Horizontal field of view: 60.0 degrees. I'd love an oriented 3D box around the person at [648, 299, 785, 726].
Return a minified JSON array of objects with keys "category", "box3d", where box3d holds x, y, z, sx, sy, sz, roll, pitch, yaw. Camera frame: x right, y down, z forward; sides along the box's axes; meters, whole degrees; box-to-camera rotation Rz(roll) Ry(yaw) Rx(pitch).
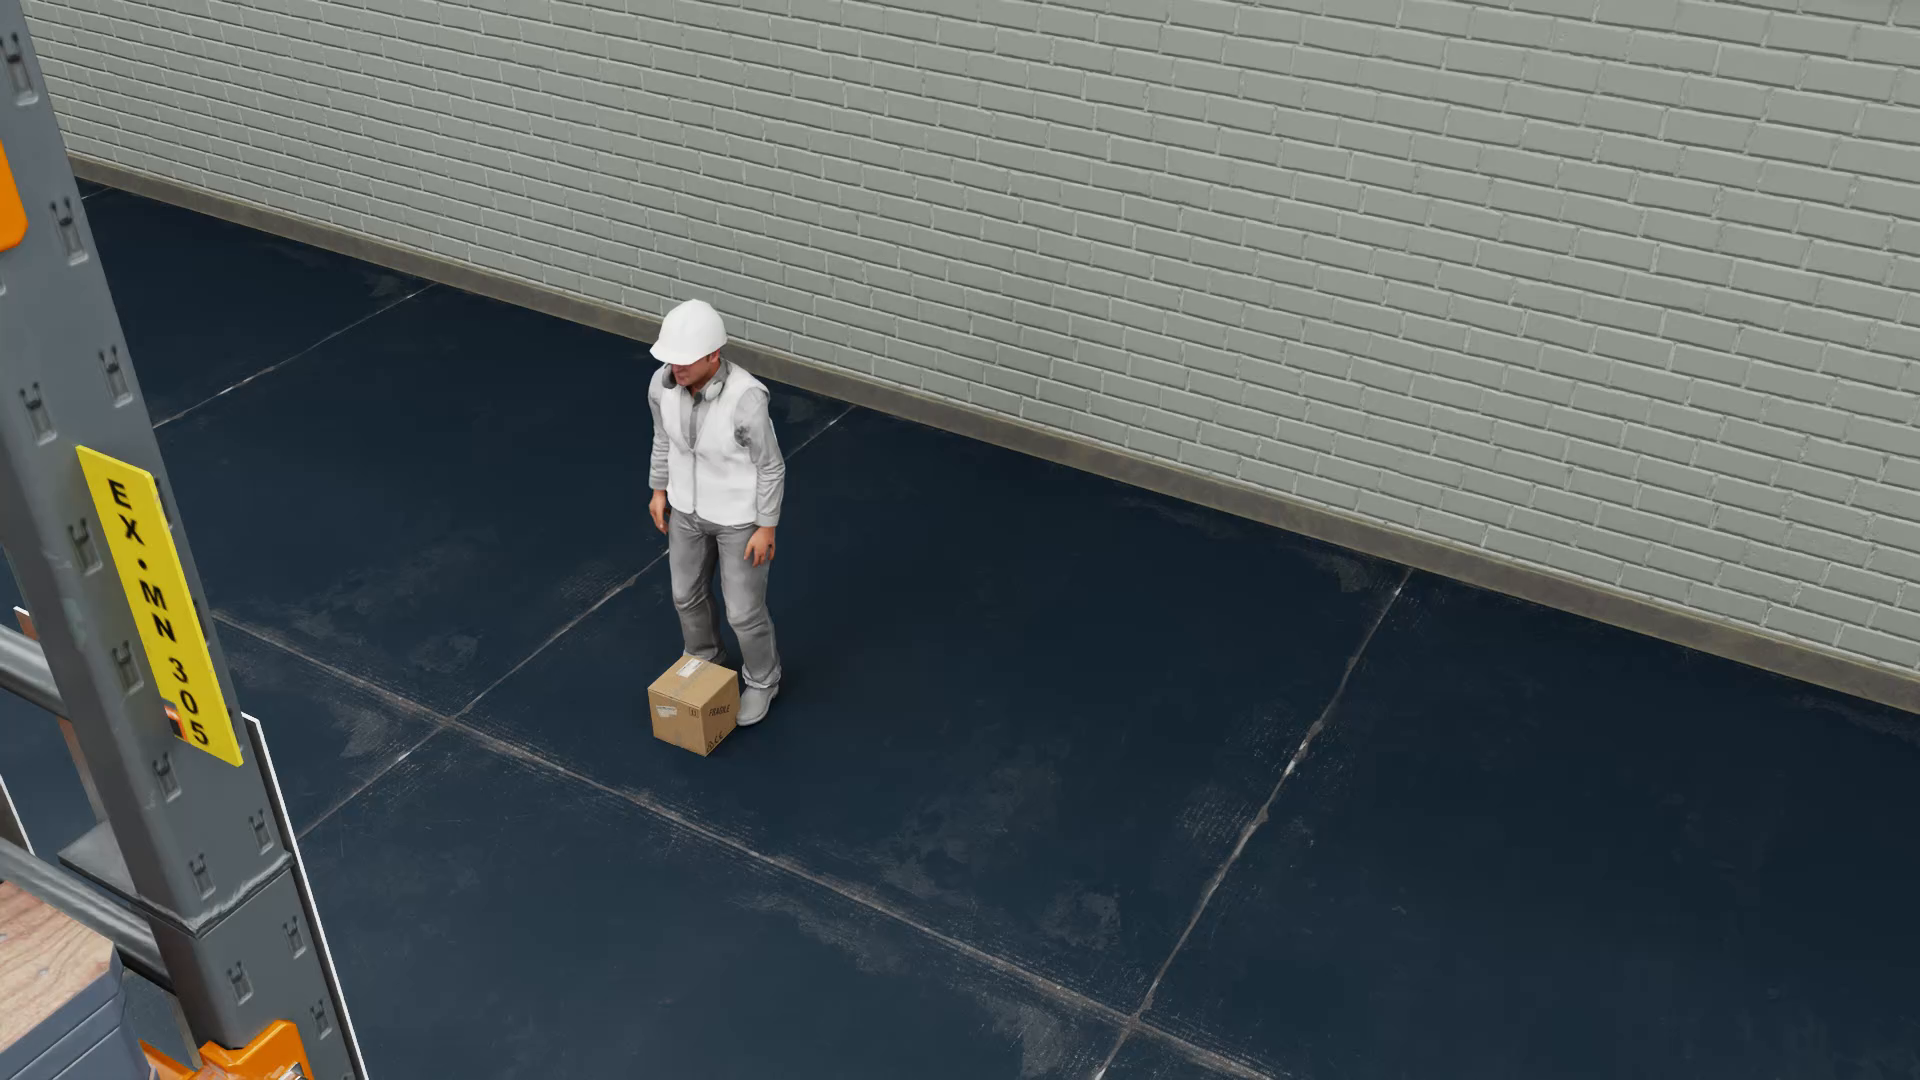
[{"category":"person","box3d":[-0.920,-0.115,6.290,0.581,1.771,0.461,18,38,25]}]
